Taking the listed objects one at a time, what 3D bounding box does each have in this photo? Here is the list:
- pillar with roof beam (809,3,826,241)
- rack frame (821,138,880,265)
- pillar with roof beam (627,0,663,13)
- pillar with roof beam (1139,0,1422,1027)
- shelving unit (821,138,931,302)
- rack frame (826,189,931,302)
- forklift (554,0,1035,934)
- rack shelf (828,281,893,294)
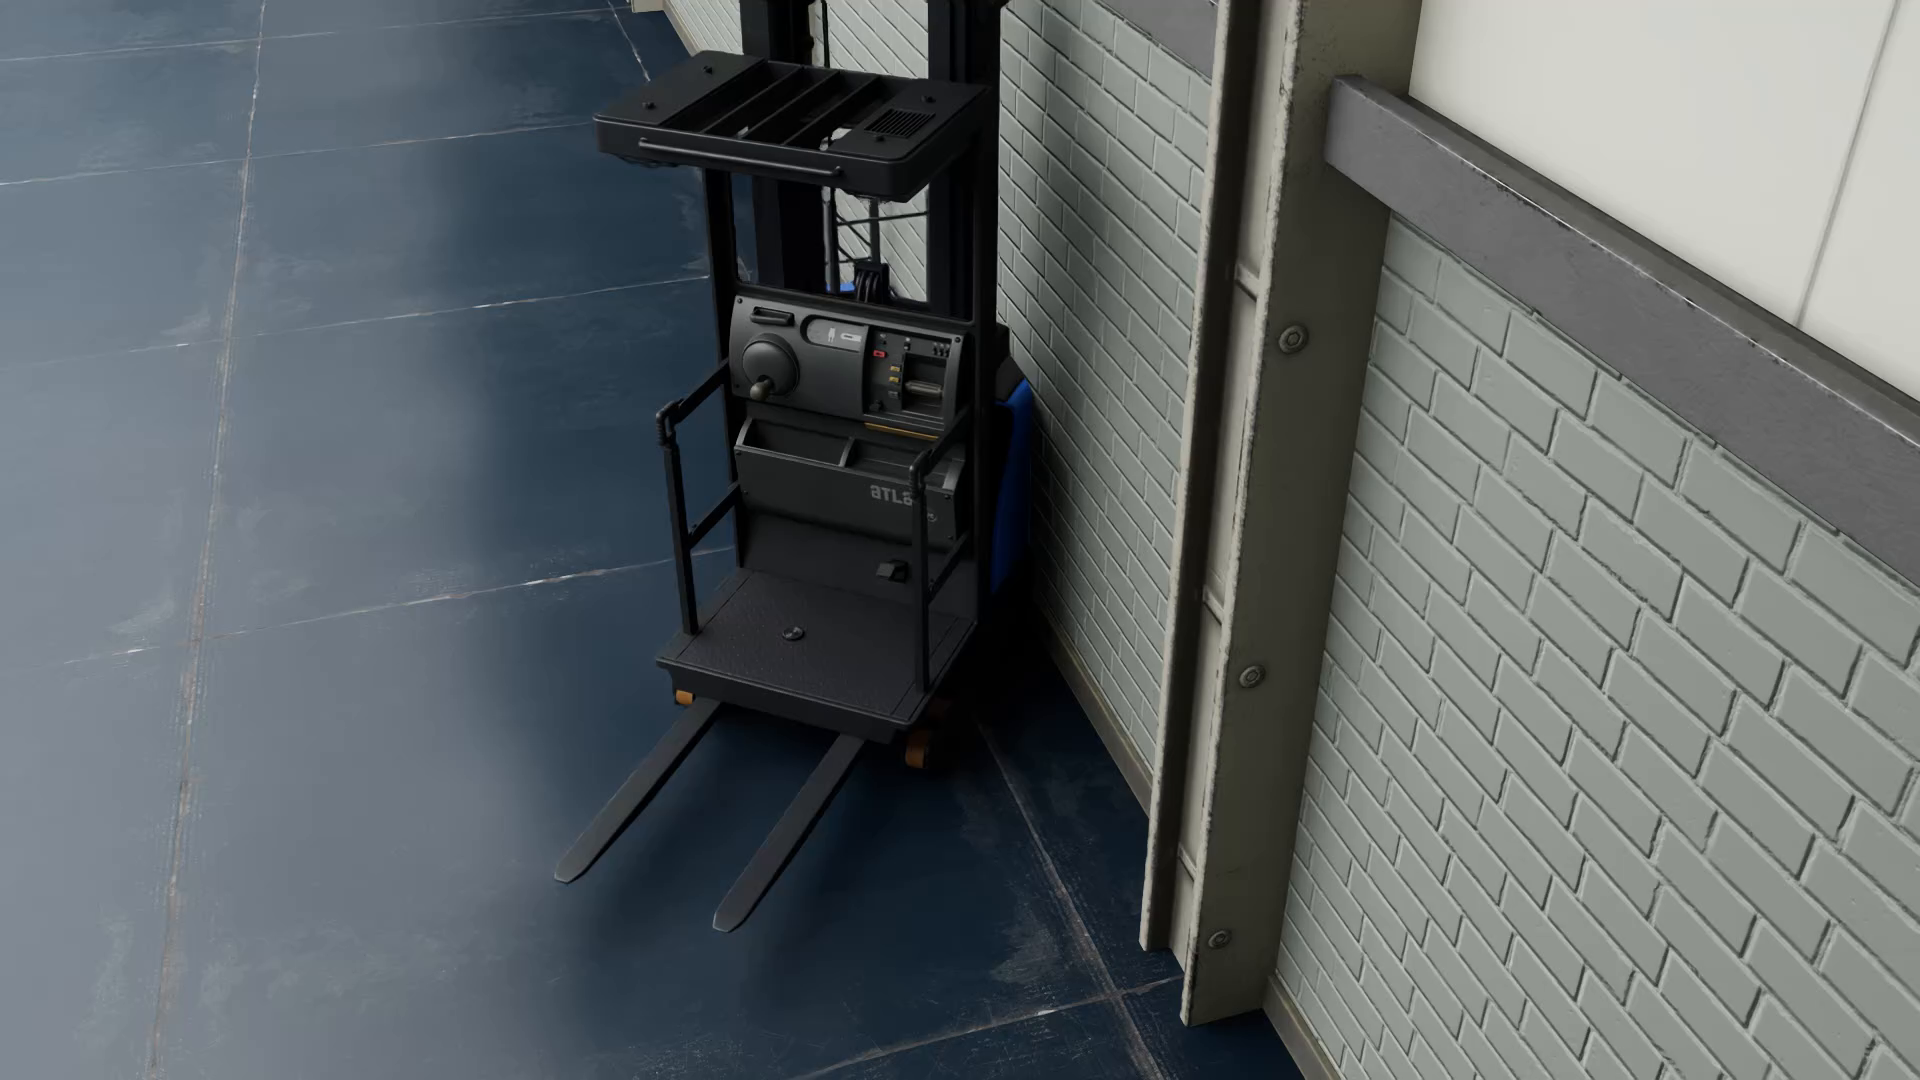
[{"bbox_3d":[-5.113,-4.737,6.756,9.100,9.000,0.400,-10,35,-15],"label":"pillar with roof beam"},{"bbox_3d":[-0.655,-1.424,8.544,0.500,1.500,0.032,-10,35,-15],"label":"rack frame"},{"bbox_3d":[-6.943,-7.887,11.523,9.100,9.000,0.400,-10,35,-15],"label":"pillar with roof beam"},{"bbox_3d":[-3.283,-1.587,1.988,9.100,9.000,0.400,-10,35,-15],"label":"pillar with roof beam"},{"bbox_3d":[-0.500,-1.157,8.140,0.538,1.500,1.048,-10,35,-15],"label":"shelving unit"},{"bbox_3d":[-0.345,-0.890,7.736,0.500,1.500,0.032,-10,35,-15],"label":"rack frame"},{"bbox_3d":[-0.504,-0.601,6.001,1.130,2.935,3.031,12,35,18],"label":"forklift"},{"bbox_3d":[-0.500,-1.007,8.239,0.538,0.185,1.000,-10,35,-15],"label":"rack shelf"}]
